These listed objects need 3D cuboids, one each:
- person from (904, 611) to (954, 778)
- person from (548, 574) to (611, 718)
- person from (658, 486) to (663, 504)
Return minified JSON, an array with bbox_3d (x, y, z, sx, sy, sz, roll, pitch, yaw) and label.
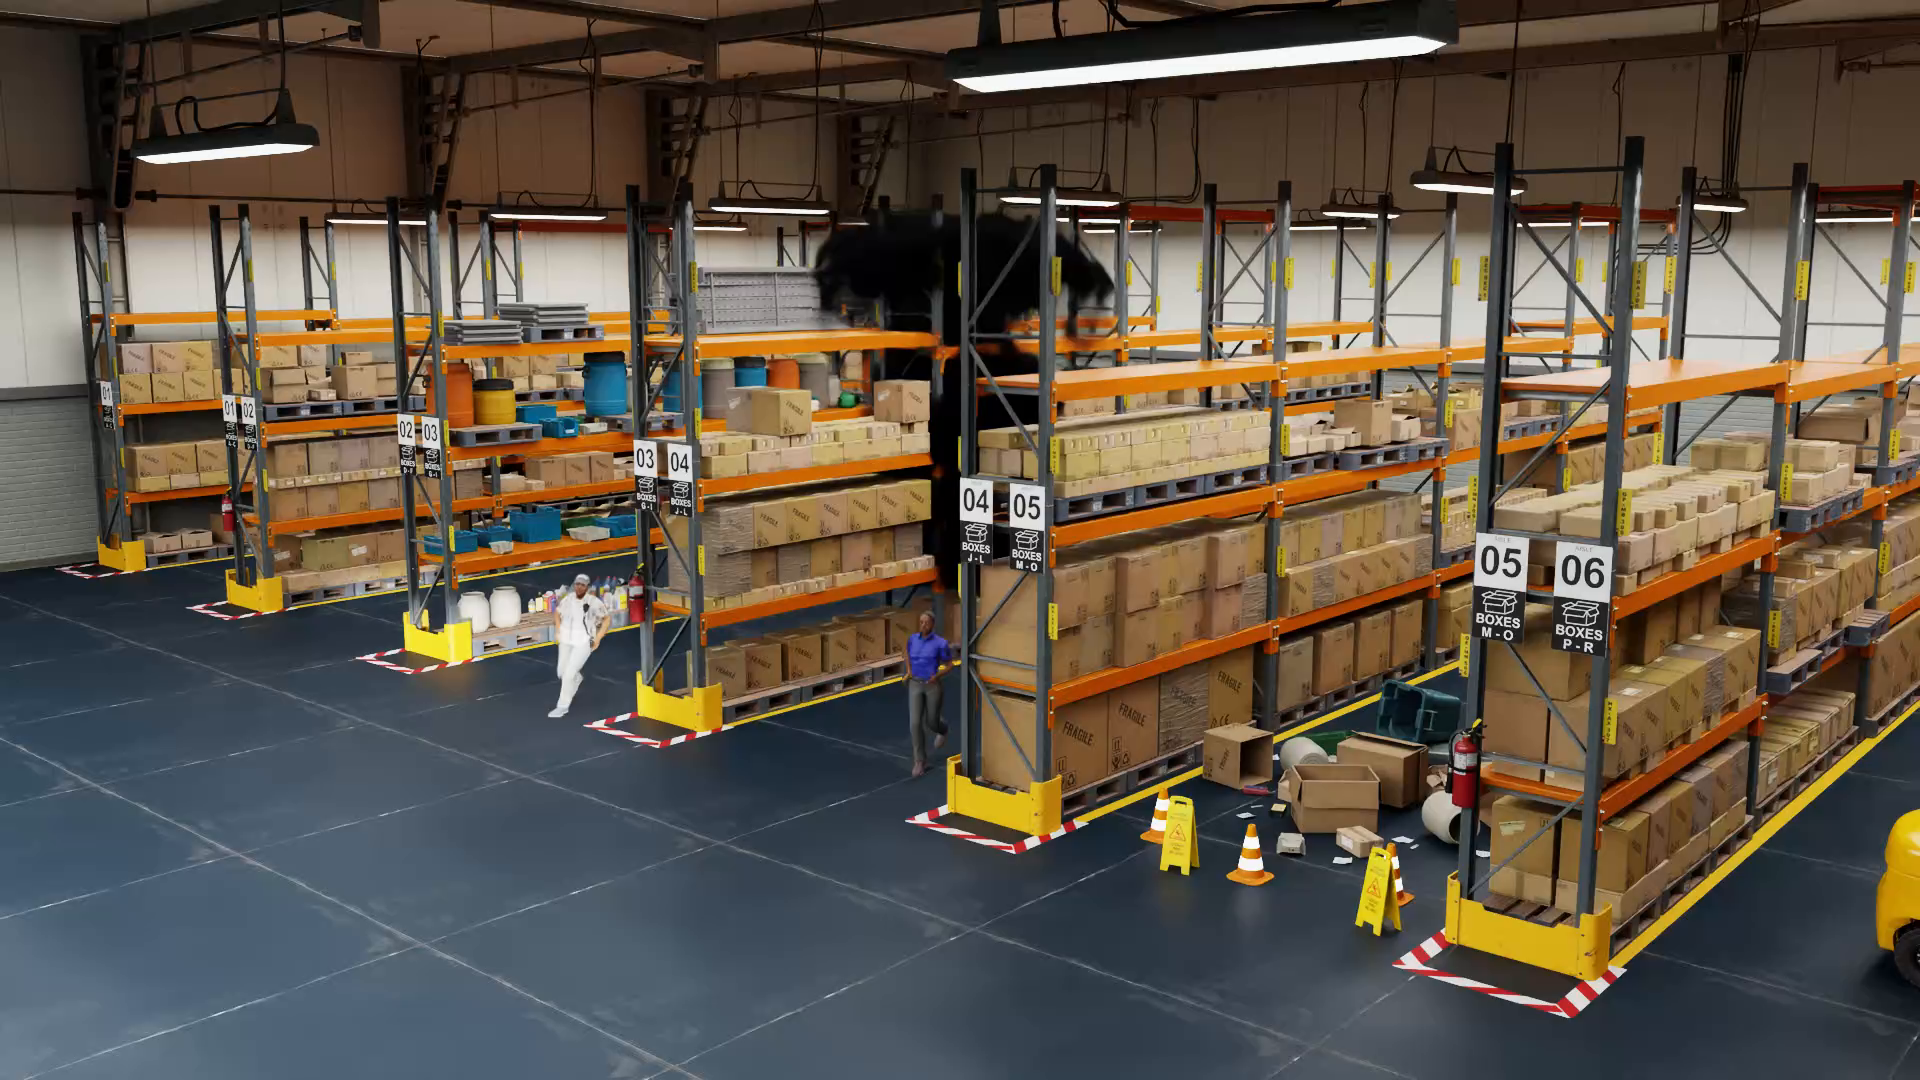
[{"bbox_3d":[-0.337,1.544,17.157,0.575,1.645,0.862,3,10,17],"label":"person"},{"bbox_3d":[-4.411,1.197,19.268,0.672,1.612,0.826,3,10,15],"label":"person"},{"bbox_3d":[-6.024,-1.153,32.897,0.690,1.797,0.847,8,13,41],"label":"person"}]
